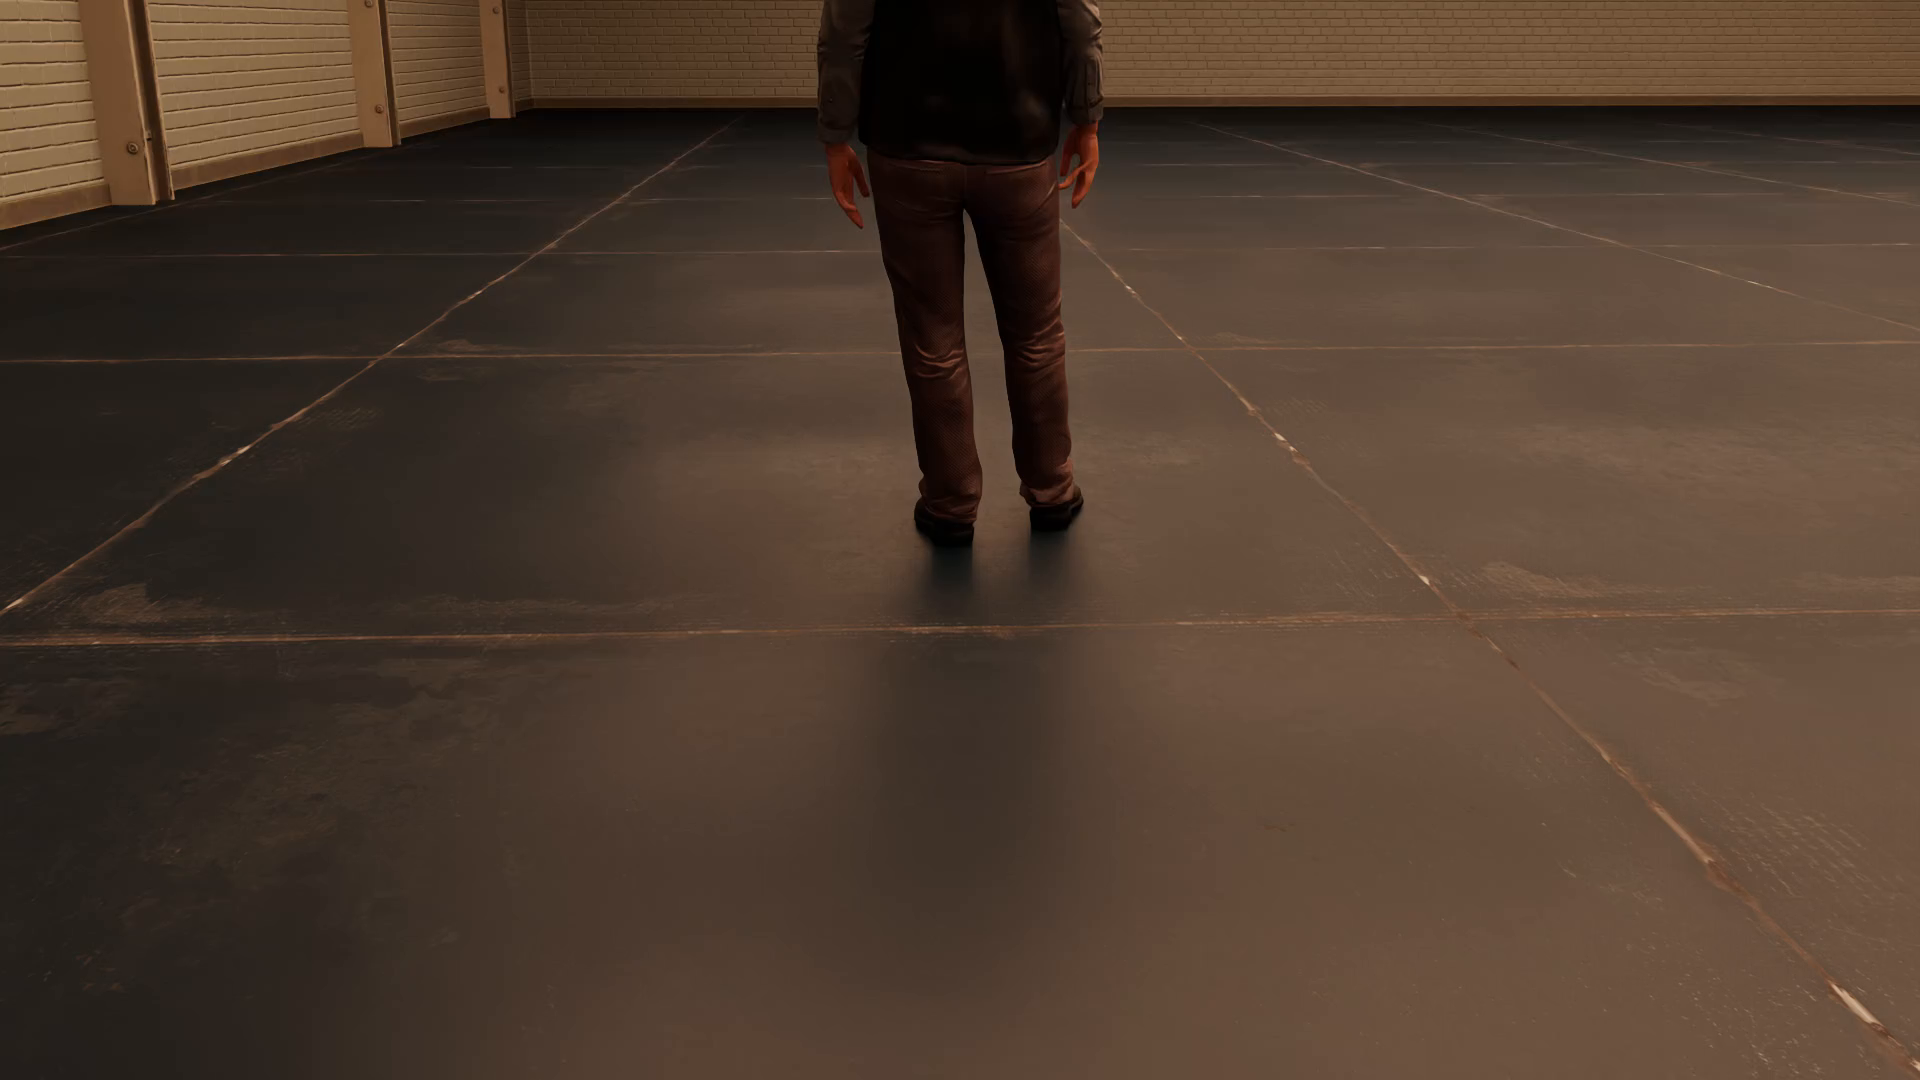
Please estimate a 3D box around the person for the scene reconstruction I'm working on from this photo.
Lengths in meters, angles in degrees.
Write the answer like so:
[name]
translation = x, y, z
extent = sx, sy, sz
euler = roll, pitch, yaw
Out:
[person]
translation = 0.004, -0.851, 3.732
extent = 0.633, 1.722, 0.551
euler = -1, 17, -3
